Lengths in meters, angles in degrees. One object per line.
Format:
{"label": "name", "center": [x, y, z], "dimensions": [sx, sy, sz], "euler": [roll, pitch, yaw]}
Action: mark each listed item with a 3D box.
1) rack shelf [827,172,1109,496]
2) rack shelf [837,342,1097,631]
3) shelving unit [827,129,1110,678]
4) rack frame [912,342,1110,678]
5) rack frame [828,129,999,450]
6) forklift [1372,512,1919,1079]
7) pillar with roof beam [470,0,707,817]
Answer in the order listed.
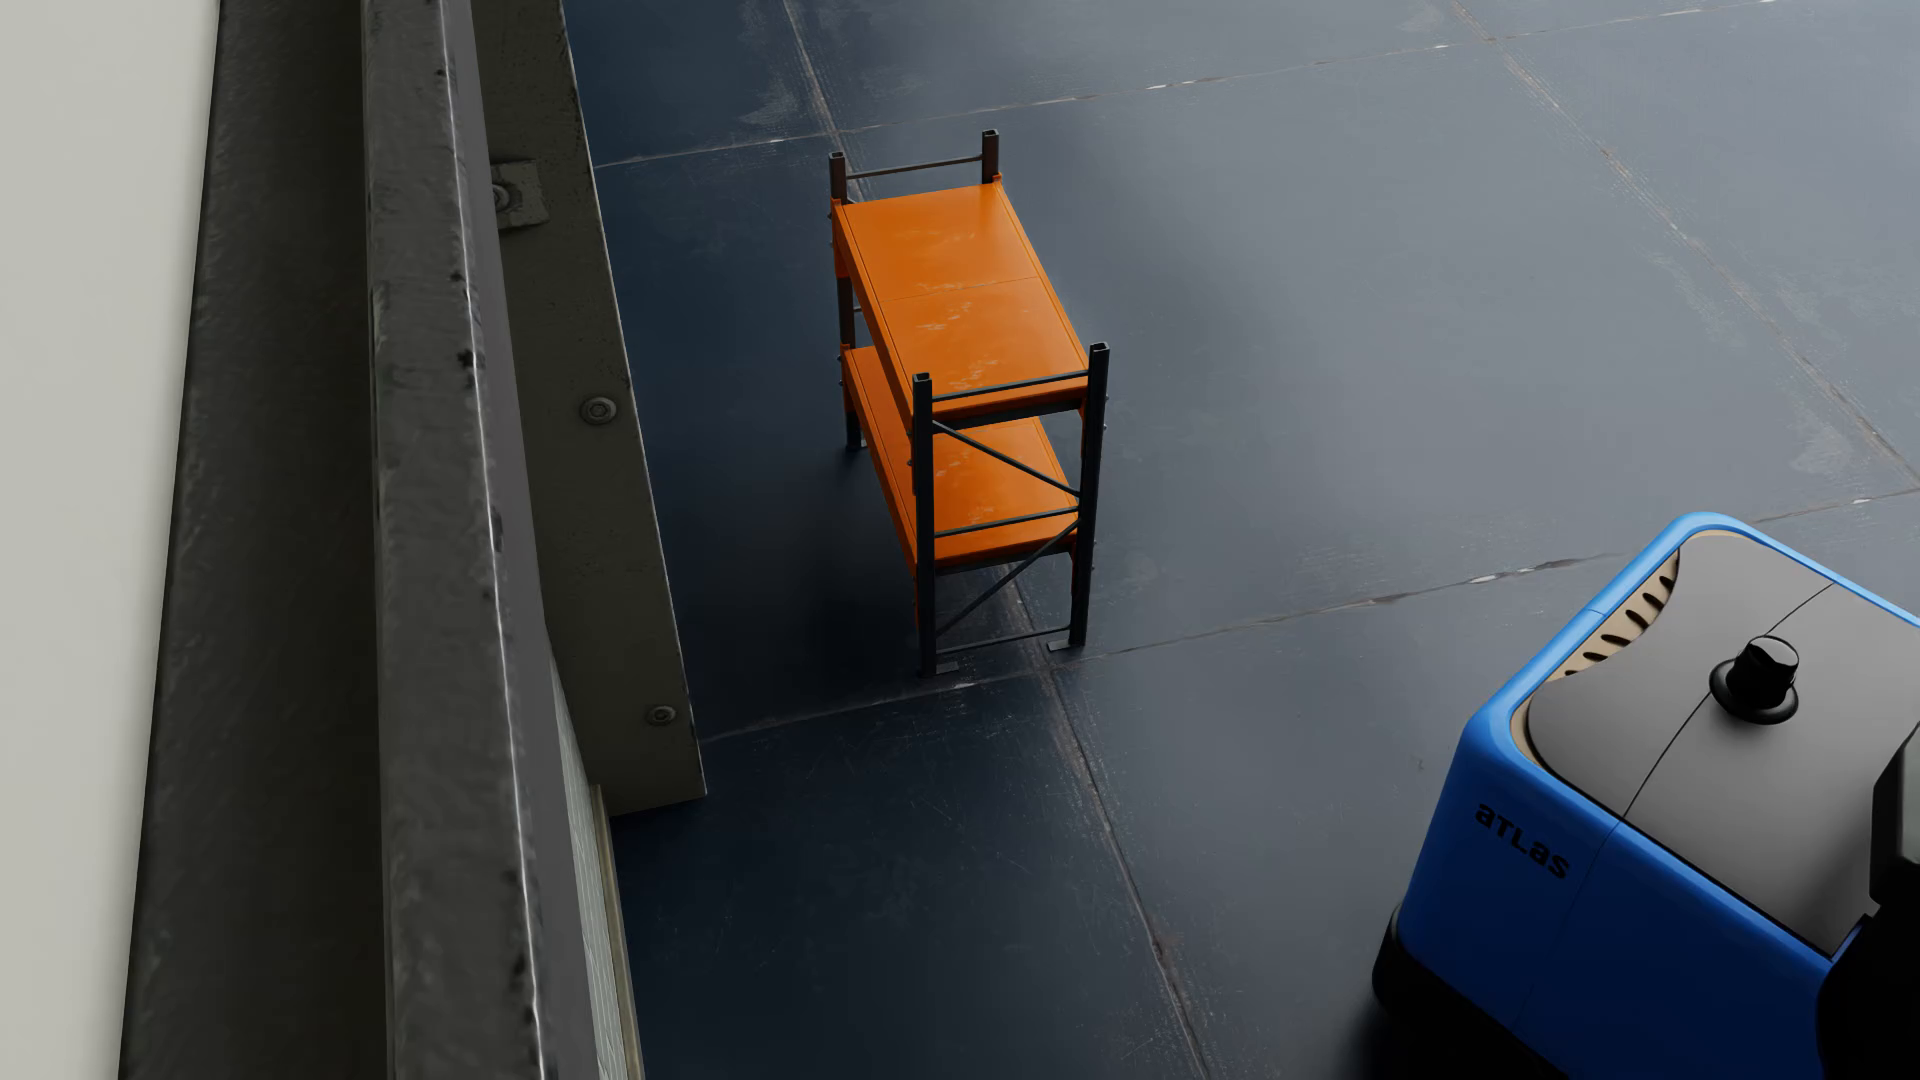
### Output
{"label": "rack shelf", "center": [-0.002, -0.603, 4.644], "dimensions": [0.538, 0.278, 1.000], "euler": [-11, 47, -10]}
{"label": "rack shelf", "center": [-0.002, -0.227, 5.027], "dimensions": [0.538, 0.278, 1.000], "euler": [-11, 47, -10]}
{"label": "shelving unit", "center": [-0.002, -0.398, 4.853], "dimensions": [0.538, 1.125, 1.048], "euler": [-11, 47, -10]}
{"label": "rack frame", "center": [0.128, -0.047, 4.509], "dimensions": [0.500, 1.125, 0.032], "euler": [-11, 47, -10]}
{"label": "rack frame", "center": [-0.132, -0.749, 5.197], "dimensions": [0.500, 1.125, 0.032], "euler": [-11, 47, -10]}
{"label": "forklift", "center": [2.400, 0.628, 2.582], "dimensions": [1.130, 2.935, 3.031], "euler": [-35, 55, -29]}
{"label": "pillar with roof beam", "center": [3.269, -3.344, 2.226], "dimensions": [9.100, 9.000, 0.400], "euler": [-11, 47, -10]}
